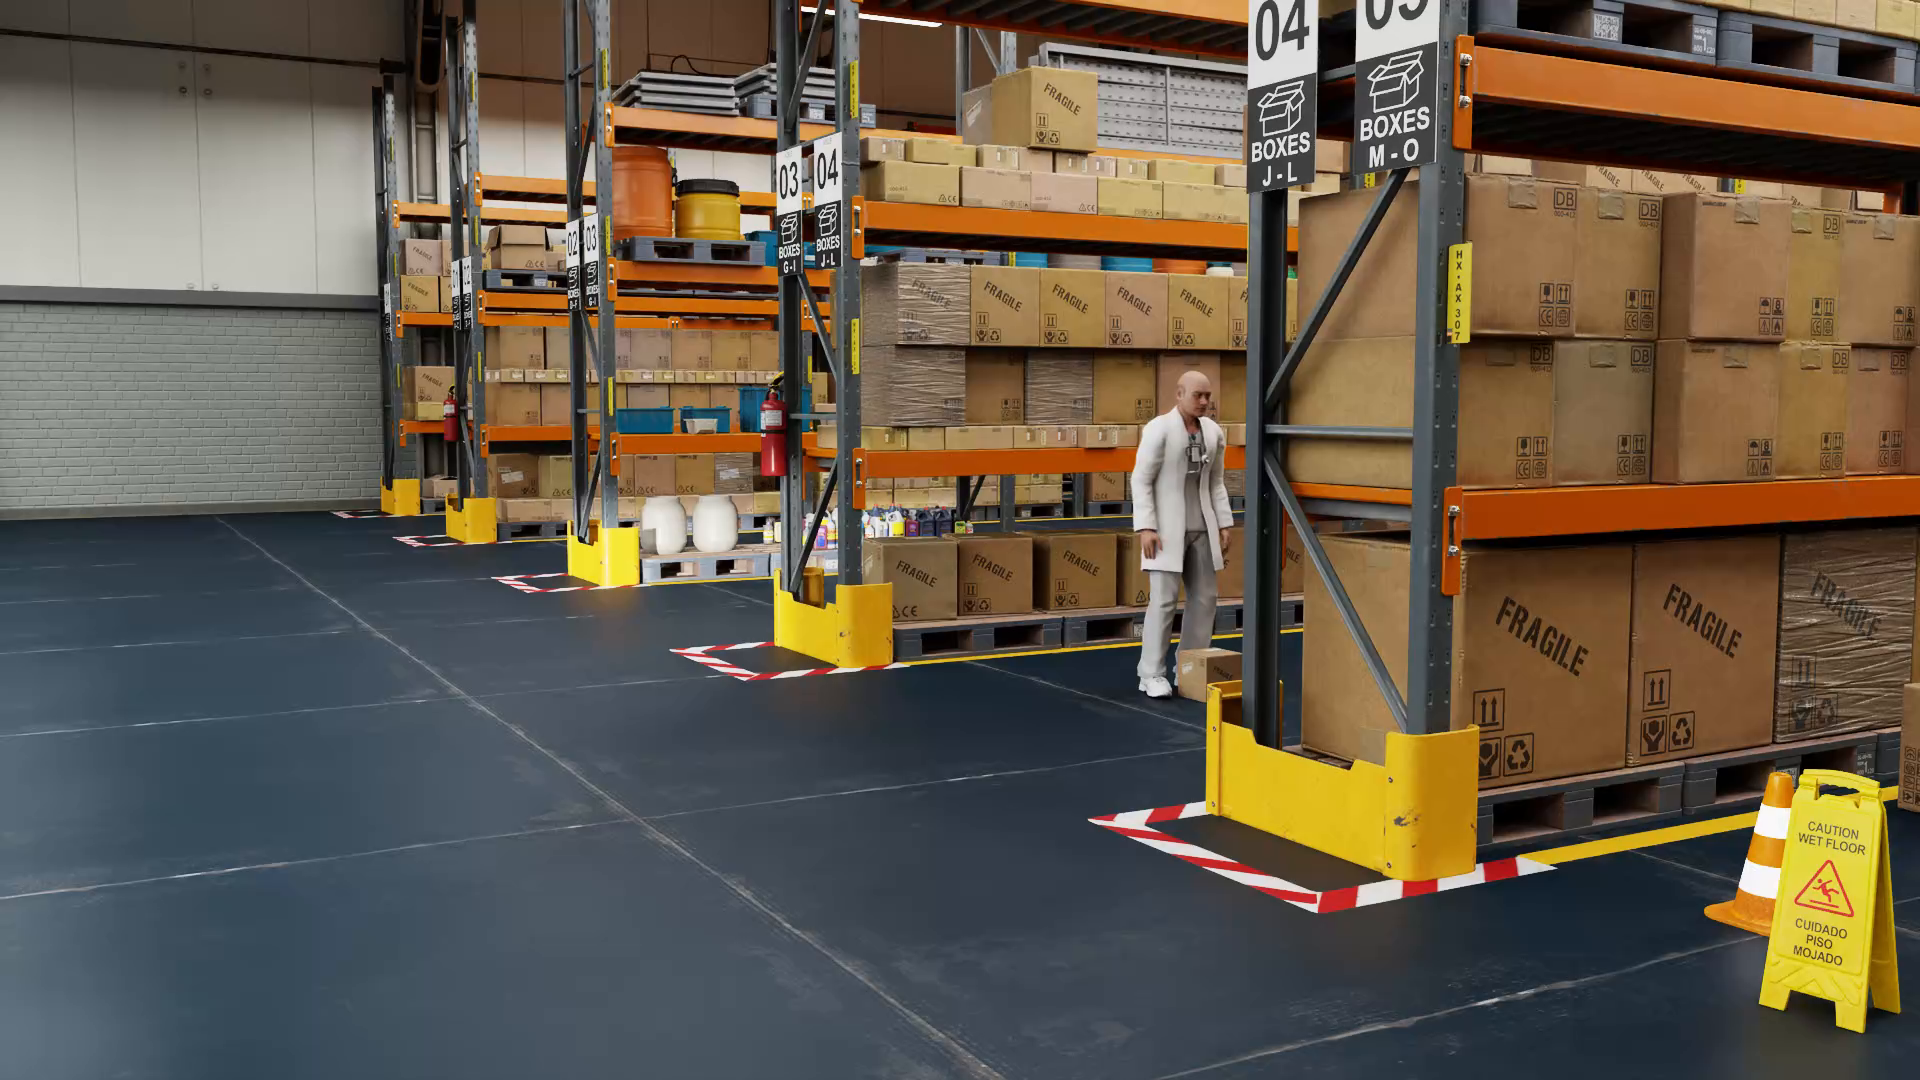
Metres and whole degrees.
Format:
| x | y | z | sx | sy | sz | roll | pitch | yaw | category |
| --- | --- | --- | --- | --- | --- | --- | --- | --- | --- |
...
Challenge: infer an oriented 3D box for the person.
| x | y | z | sx | sy | sz | roll | pitch | yaw | category |
| --- | --- | --- | --- | --- | --- | --- | --- | --- | --- |
| 1.237 | -0.043 | 9.191 | 0.643 | 1.774 | 0.417 | -3 | 6 | -28 | person |
